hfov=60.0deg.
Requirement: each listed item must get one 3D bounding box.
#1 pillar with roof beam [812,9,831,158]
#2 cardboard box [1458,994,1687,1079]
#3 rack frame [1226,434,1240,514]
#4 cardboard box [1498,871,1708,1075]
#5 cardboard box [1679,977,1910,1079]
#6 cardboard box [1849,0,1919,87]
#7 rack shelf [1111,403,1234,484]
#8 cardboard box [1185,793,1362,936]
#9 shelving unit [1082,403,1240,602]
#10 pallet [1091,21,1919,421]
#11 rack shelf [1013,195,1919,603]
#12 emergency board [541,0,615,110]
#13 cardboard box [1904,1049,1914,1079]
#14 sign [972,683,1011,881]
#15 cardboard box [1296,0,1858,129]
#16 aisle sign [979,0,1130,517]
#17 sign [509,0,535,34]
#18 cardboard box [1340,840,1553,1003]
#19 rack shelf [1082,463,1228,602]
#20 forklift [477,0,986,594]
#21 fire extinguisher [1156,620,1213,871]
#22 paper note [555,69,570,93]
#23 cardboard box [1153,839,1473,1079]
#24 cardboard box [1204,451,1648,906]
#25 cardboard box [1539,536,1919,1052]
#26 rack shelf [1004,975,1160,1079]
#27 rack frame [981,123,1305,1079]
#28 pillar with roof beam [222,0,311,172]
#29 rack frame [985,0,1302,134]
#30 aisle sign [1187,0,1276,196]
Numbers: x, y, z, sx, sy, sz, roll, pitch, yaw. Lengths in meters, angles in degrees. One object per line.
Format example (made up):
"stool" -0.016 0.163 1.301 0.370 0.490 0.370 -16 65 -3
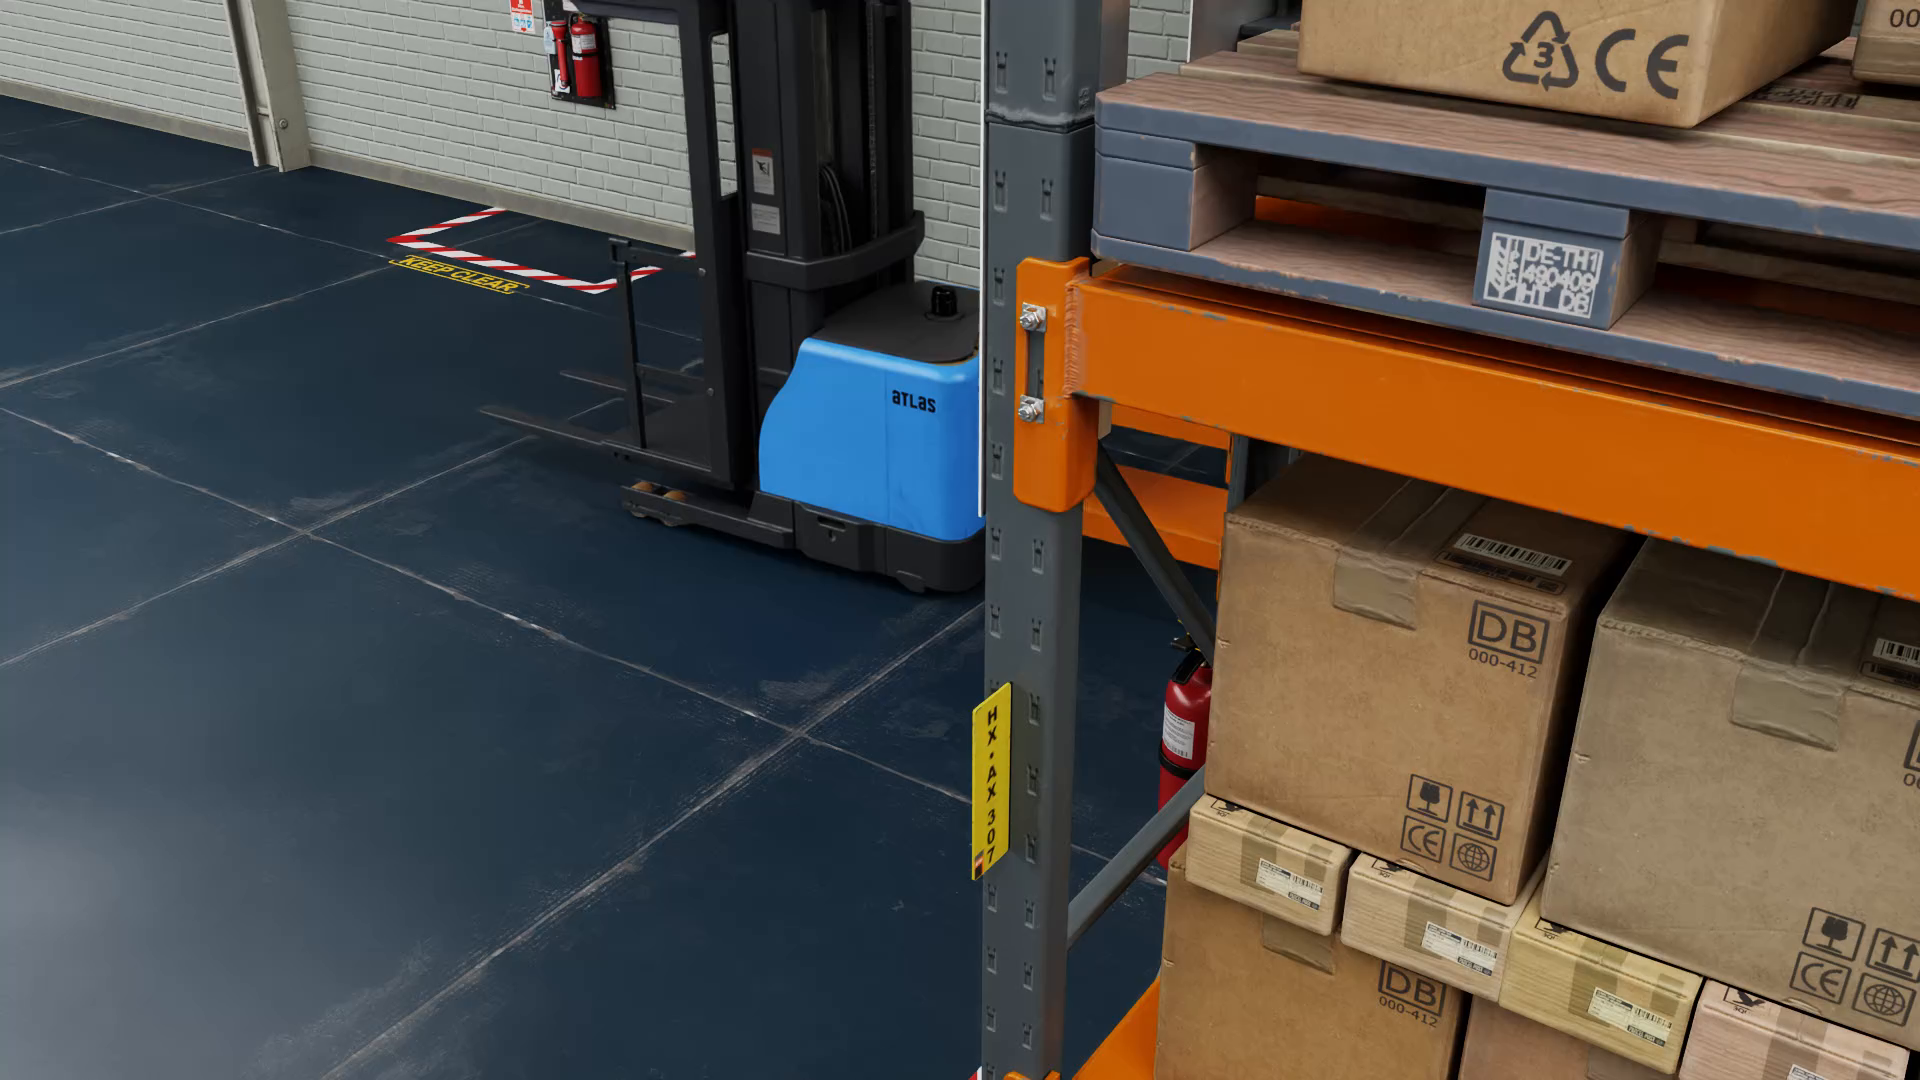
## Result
"pillar with roof beam" -3.146 -4.000 5.688 0.400 9.000 9.100 17 32 30
"cardboard box" 1.182 0.815 2.732 0.500 0.500 0.700 18 32 32
"rack frame" 1.210 -0.183 6.870 0.032 1.125 0.500 15 31 27
"cardboard box" 0.994 0.580 2.477 0.250 0.149 0.380 17 32 31
"cardboard box" 1.201 0.646 2.348 0.250 0.149 0.380 17 31 30
"cardboard box" 1.467 -0.721 2.100 0.500 0.250 0.500 17 32 30
"rack shelf" 0.775 -0.563 6.970 1.000 0.278 0.538 15 31 27
"cardboard box" 0.570 0.449 2.735 0.250 0.149 0.380 17 32 30
"shelving unit" 0.775 -0.302 7.103 1.048 1.125 0.538 15 31 27
"pallet" 0.937 -0.505 2.225 1.213 0.211 1.003 17 32 30
"rack shelf" 2.017 0.099 1.735 4.000 0.370 1.077 17 32 30
"emergency board" -2.724 -3.585 11.487 0.643 1.169 0.194 17 32 30
"cardboard box" 1.588 0.944 2.477 0.500 0.500 0.700 18 32 31
"sign" 0.050 0.386 2.642 0.005 0.325 0.100 17 32 30
"cardboard box" 0.840 -0.882 2.137 0.637 0.503 0.797 20 33 34
"aisle sign" 0.141 -0.459 2.479 0.004 0.787 0.394 17 32 30
"sign" -3.121 -3.781 11.833 0.234 0.329 0.001 17 32 30
"cardboard box" 0.789 0.516 2.604 0.250 0.149 0.380 16 31 29
"rack shelf" 0.775 -0.084 7.214 1.000 0.278 0.538 15 31 27
"forklift" -1.026 -1.557 7.577 3.031 2.935 1.130 15 31 27
"fire extinguisher" 0.534 0.432 3.679 0.183 0.674 0.296 17 32 30
"paper note" -2.831 -3.263 11.827 0.142 0.148 0.016 17 32 30
"cardboard box" 0.746 0.682 2.993 0.500 0.500 0.700 17 32 30
"cardboard box" 0.790 0.117 2.672 0.500 0.500 0.700 17 32 30
"cardboard box" 1.227 0.250 2.411 0.500 0.500 0.700 16 31 29
"rack shelf" 2.017 1.436 2.415 4.000 0.370 1.077 17 32 30
"rack frame" 0.369 0.601 3.261 0.127 3.000 1.000 17 32 30
"pillar with roof beam" -8.092 -5.541 8.716 0.400 9.000 9.100 17 32 30
"rack frame" 0.369 -2.072 1.900 0.127 3.000 1.000 17 32 30
"aisle sign" 0.481 -0.684 2.920 0.004 0.787 0.394 17 32 30
